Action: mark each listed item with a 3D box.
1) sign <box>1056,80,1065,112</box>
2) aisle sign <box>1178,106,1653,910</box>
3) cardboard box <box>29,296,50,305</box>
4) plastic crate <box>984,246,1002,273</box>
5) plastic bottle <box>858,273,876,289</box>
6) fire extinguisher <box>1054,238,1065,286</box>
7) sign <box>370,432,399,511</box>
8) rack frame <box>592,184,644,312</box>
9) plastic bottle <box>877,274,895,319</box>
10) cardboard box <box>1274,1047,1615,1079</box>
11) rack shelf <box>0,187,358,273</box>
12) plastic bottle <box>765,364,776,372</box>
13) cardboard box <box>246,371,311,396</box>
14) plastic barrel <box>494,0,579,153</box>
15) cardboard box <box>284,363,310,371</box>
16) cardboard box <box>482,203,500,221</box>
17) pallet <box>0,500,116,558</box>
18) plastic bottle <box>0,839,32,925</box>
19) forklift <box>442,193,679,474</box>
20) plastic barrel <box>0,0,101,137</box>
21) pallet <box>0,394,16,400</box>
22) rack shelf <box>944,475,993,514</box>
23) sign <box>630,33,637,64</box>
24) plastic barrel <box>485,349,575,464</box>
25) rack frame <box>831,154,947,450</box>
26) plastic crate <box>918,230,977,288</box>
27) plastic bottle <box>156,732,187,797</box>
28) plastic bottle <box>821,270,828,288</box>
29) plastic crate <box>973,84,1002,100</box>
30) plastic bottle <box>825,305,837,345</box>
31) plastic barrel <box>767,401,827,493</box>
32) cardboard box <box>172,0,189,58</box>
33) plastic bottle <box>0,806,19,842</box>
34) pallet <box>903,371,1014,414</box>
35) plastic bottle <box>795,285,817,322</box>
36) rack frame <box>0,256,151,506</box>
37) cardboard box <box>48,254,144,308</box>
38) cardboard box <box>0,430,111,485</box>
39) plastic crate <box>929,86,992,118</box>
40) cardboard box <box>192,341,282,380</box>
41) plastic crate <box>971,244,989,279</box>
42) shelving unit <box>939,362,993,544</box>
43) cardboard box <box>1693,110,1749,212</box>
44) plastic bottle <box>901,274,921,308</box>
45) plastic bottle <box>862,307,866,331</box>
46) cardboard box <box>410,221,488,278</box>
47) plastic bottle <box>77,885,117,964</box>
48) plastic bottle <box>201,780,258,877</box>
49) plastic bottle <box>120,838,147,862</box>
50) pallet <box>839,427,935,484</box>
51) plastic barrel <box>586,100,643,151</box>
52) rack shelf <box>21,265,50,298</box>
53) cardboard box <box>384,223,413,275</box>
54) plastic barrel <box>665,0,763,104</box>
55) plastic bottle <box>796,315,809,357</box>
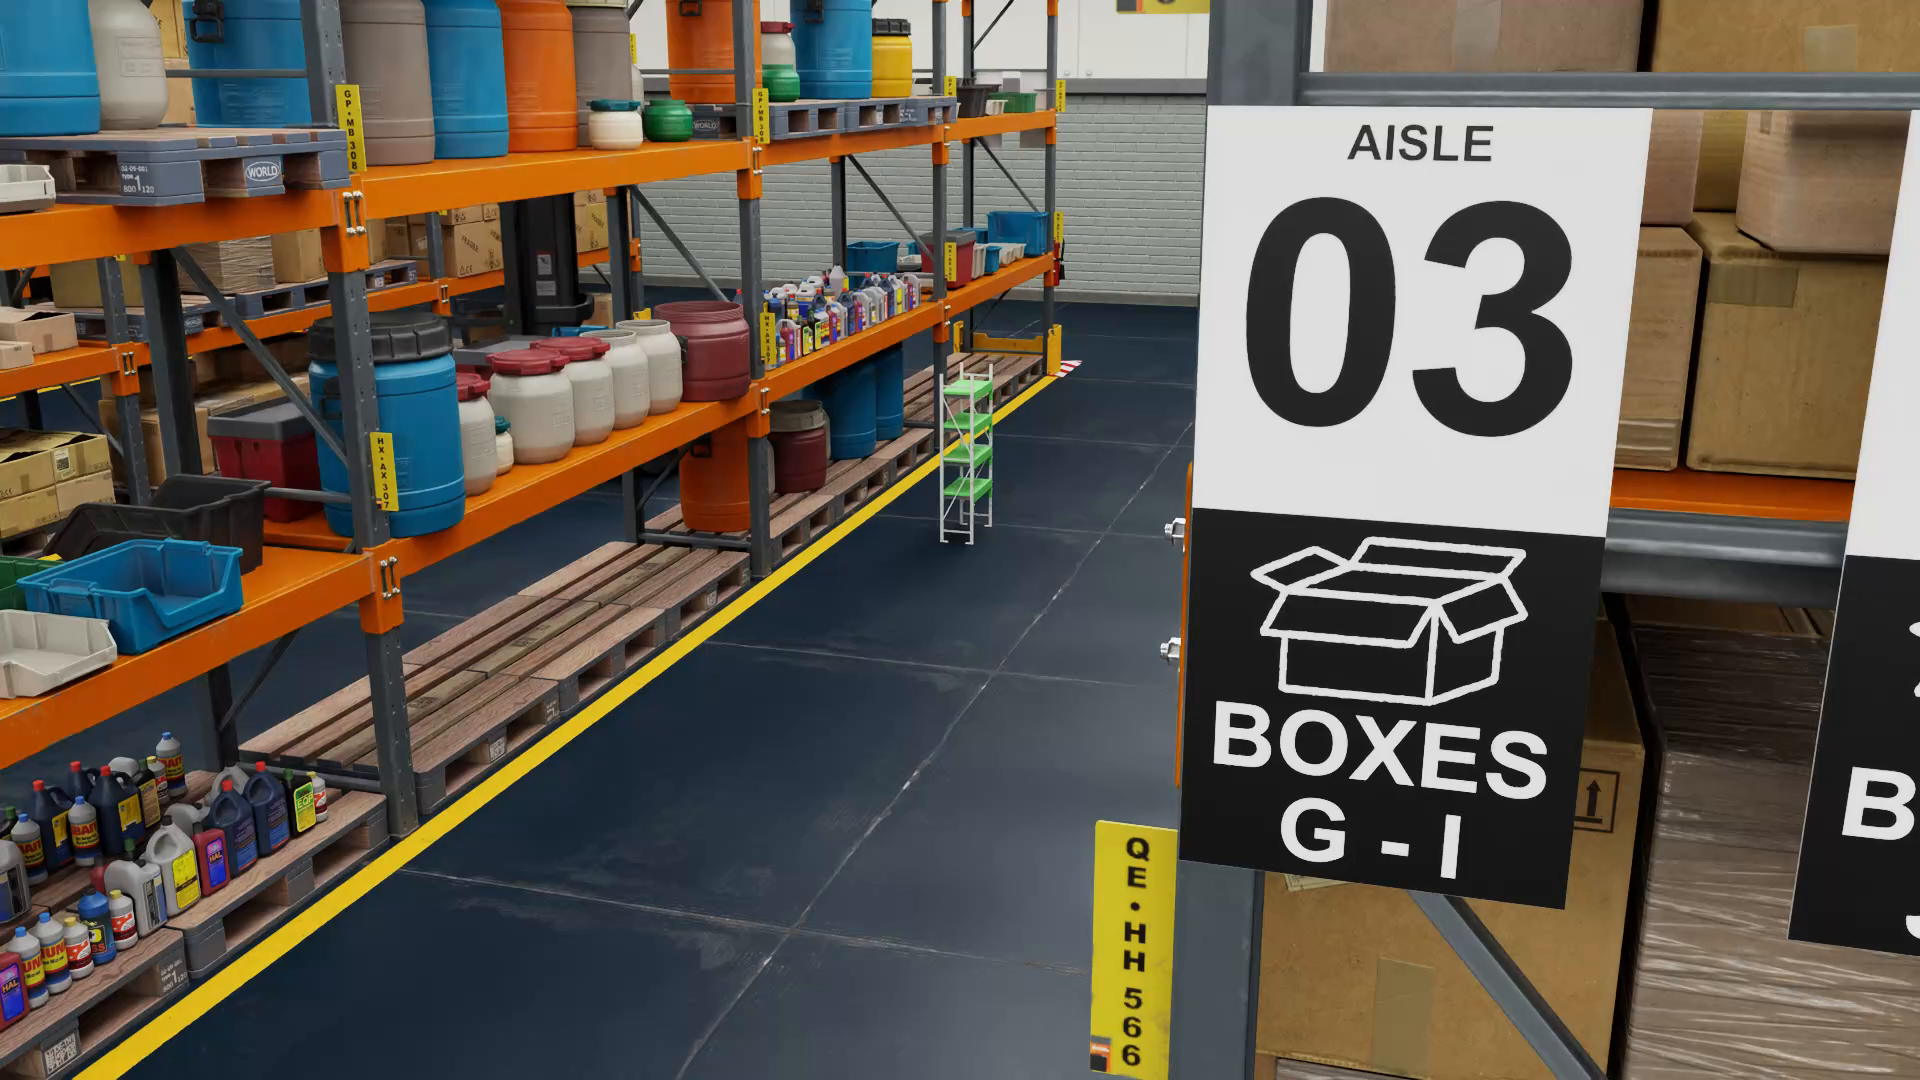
[{"bbox_3d":[1.060,-4.685,17.546,0.100,0.325,0.005,5,16,16],"label":"sign"},{"bbox_3d":[0.425,-0.019,1.635,0.394,0.787,0.004,5,16,16],"label":"aisle sign"},{"bbox_3d":[-10.028,-2.530,17.874,0.380,0.149,0.250,5,16,16],"label":"cardboard box"},{"bbox_3d":[0.191,-2.722,16.127,0.416,0.233,0.300,5,16,16],"label":"plastic crate"},{"bbox_3d":[-0.747,-1.958,13.326,0.144,0.351,0.185,5,16,16],"label":"plastic bottle"},{"bbox_3d":[1.007,-3.119,18.153,0.296,0.674,0.183,5,16,16],"label":"fire extinguisher"},{"bbox_3d":[-2.357,-0.279,6.810,0.100,0.325,0.005,5,16,16],"label":"sign"},{"bbox_3d":[-4.220,-3.716,19.435,1.000,3.000,0.127,5,16,16],"label":"rack frame"},{"bbox_3d":[-0.608,-1.947,13.286,0.144,0.351,0.185,5,16,16],"label":"plastic bottle"},{"bbox_3d":[0.913,0.906,2.410,0.875,0.500,0.500,5,16,16],"label":"cardboard box"},{"bbox_3d":[-3.450,-0.765,4.852,1.077,0.370,4.000,5,16,16],"label":"rack shelf"},{"bbox_3d":[-1.312,-1.267,11.025,0.152,0.276,0.135,5,16,16],"label":"plastic bottle"},{"bbox_3d":[-5.656,-1.134,14.107,0.500,0.500,0.500,4,16,14],"label":"cardboard box"},{"bbox_3d":[-2.372,-2.519,8.928,0.600,0.830,0.708,5,16,16],"label":"plastic barrel"},{"bbox_3d":[-6.018,-1.301,14.693,0.500,0.500,0.500,5,17,17],"label":"cardboard box"},{"bbox_3d":[-4.807,-3.435,16.429,0.500,0.500,0.500,4,16,14],"label":"cardboard box"},{"bbox_3d":[-6.764,-0.069,11.687,1.003,0.211,1.213,5,16,16],"label":"pallet"},{"bbox_3d":[-3.534,1.251,6.105,0.152,0.276,0.135,5,16,16],"label":"plastic bottle"},{"bbox_3d":[-3.848,-2.008,13.539,3.031,2.935,1.130,-3,16,-9],"label":"forklift"},{"bbox_3d":[-3.267,-1.826,5.584,0.600,0.901,0.708,5,16,16],"label":"plastic barrel"},{"bbox_3d":[-10.254,-1.504,16.744,1.003,0.211,1.213,5,16,16],"label":"pallet"},{"bbox_3d":[0.047,-0.328,11.901,0.258,0.148,0.480,5,16,16],"label":"rack shelf"},{"bbox_3d":[-3.693,-5.537,18.734,0.100,0.325,0.005,5,16,16],"label":"sign"},{"bbox_3d":[-2.191,-0.682,8.489,0.433,0.535,0.433,0,16,0],"label":"plastic barrel"},{"bbox_3d":[-0.608,-2.285,14.387,1.000,3.000,0.127,5,16,16],"label":"rack frame"},{"bbox_3d":[-0.114,-2.558,15.125,0.402,0.464,0.583,5,16,16],"label":"plastic crate"},{"bbox_3d":[-3.393,0.959,7.146,0.097,0.271,0.097,0,16,0],"label":"plastic bottle"},{"bbox_3d":[-1.159,-2.131,14.059,0.061,0.283,0.133,5,16,16],"label":"plastic bottle"},{"bbox_3d":[0.152,-4.632,17.406,0.497,0.269,0.590,5,16,16],"label":"plastic crate"},{"bbox_3d":[-0.940,-1.569,12.078,0.061,0.283,0.133,5,16,16],"label":"plastic bottle"},{"bbox_3d":[-1.301,-0.705,12.467,0.600,0.588,0.708,5,16,16],"label":"plastic barrel"},{"bbox_3d":[-6.073,-3.976,12.838,0.500,0.500,0.500,5,16,16],"label":"cardboard box"},{"bbox_3d":[-3.650,1.172,6.373,0.061,0.283,0.133,5,17,18],"label":"plastic bottle"},{"bbox_3d":[-0.092,-1.459,16.586,1.003,0.211,1.213,5,16,16],"label":"pallet"},{"bbox_3d":[-1.222,-1.879,13.186,0.152,0.276,0.135,5,16,16],"label":"plastic bottle"},{"bbox_3d":[-6.493,-1.623,12.055,1.000,3.000,0.127,5,16,16],"label":"rack frame"},{"bbox_3d":[-6.422,-2.047,12.596,0.700,0.500,0.500,-1,16,-3],"label":"cardboard box"},{"bbox_3d":[-6.406,-0.616,11.746,0.500,0.311,0.500,5,17,17],"label":"cardboard box"},{"bbox_3d":[0.008,-3.969,15.067,0.497,0.269,0.590,5,16,16],"label":"plastic crate"},{"bbox_3d":[-6.154,-1.539,14.159,0.500,0.250,0.500,4,16,15],"label":"cardboard box"},{"bbox_3d":[0.002,-2.642,15.753,0.437,0.282,0.530,5,16,16],"label":"plastic crate"},{"bbox_3d":[0.047,-0.621,11.818,0.258,1.200,0.503,5,16,16],"label":"shelving unit"},{"bbox_3d":[1.150,-0.514,2.191,0.380,0.149,0.250,4,16,15],"label":"cardboard box"},{"bbox_3d":[-0.410,-2.097,13.952,0.152,0.276,0.135,5,16,16],"label":"plastic bottle"},{"bbox_3d":[-0.768,-1.705,12.708,0.097,0.201,0.097,0,16,0],"label":"plastic bottle"},{"bbox_3d":[-4.950,-2.830,16.127,0.500,0.500,0.500,5,17,17],"label":"cardboard box"},{"bbox_3d":[-3.021,1.337,5.813,0.097,0.271,0.097,0,16,0],"label":"plastic bottle"},{"bbox_3d":[-2.843,1.112,6.460,0.144,0.351,0.185,4,16,13],"label":"plastic bottle"},{"bbox_3d":[-3.040,1.228,6.175,0.061,0.283,0.133,5,16,16],"label":"plastic bottle"},{"bbox_3d":[-0.868,-0.745,14.067,1.003,0.211,1.213,5,16,16],"label":"pallet"},{"bbox_3d":[-1.883,-2.264,9.070,0.301,0.262,0.301,0,16,0],"label":"plastic barrel"},{"bbox_3d":[-9.539,-3.230,19.039,1.077,0.370,4.000,5,16,16],"label":"rack shelf"},{"bbox_3d":[-5.460,-2.869,16.263,0.500,0.500,0.500,5,17,17],"label":"cardboard box"},{"bbox_3d":[-1.581,-3.238,10.695,0.600,0.830,0.708,5,16,16],"label":"plastic barrel"},{"bbox_3d":[-1.099,-1.423,11.562,0.061,0.283,0.133,5,16,16],"label":"plastic bottle"}]
